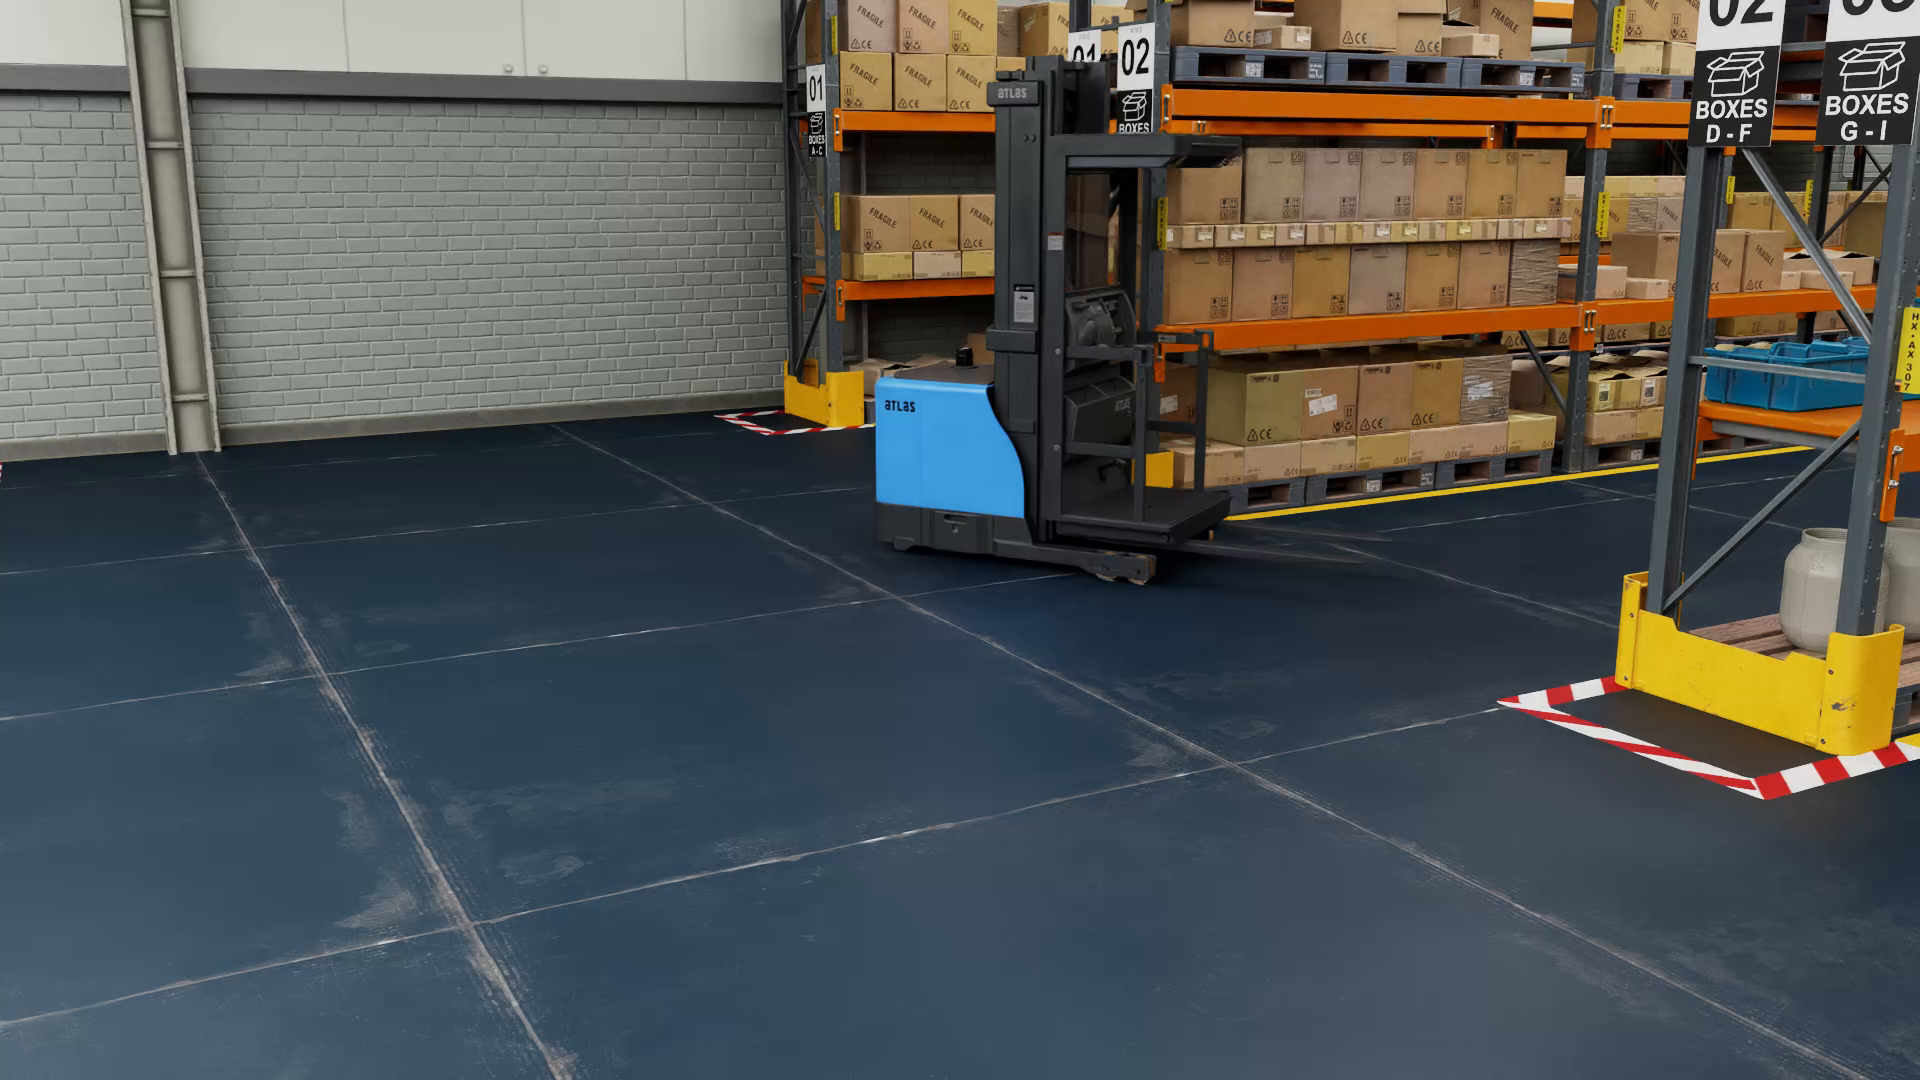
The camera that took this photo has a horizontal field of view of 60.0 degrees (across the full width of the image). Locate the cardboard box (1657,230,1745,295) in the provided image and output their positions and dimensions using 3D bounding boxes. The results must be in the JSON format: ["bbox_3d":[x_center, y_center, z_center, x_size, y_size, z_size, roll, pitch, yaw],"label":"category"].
[{"bbox_3d":[6.115,-2.308,13.804,0.500,0.500,0.500,-7,14,-28],"label":"cardboard box"}]

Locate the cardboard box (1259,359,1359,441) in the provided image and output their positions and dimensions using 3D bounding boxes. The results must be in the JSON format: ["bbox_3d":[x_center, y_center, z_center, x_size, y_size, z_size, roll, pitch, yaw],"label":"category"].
[{"bbox_3d":[2.468,-1.003,11.834,0.500,0.500,0.500,-7,14,-28],"label":"cardboard box"}]

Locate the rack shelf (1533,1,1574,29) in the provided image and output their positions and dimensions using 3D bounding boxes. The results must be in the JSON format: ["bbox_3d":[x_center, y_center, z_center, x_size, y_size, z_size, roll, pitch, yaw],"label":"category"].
[{"bbox_3d":[7.420,-6.039,19.499,4.000,0.370,1.077,-7,14,-28],"label":"rack shelf"}]

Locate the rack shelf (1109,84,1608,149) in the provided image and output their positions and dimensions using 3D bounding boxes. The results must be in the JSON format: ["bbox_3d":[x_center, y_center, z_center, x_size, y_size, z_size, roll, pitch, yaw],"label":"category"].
[{"bbox_3d":[2.775,-2.975,11.805,4.000,0.370,1.077,-7,14,-28],"label":"rack shelf"}]

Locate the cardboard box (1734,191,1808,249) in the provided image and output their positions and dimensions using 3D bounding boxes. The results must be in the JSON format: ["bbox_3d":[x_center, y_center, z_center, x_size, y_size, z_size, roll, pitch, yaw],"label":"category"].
[{"bbox_3d":[10.303,-4.145,21.513,0.700,0.700,0.980,-7,15,-29],"label":"cardboard box"}]

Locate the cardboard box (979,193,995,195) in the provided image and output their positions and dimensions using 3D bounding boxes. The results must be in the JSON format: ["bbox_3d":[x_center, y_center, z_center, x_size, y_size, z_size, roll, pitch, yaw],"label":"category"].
[{"bbox_3d":[0.295,-3.159,16.402,0.500,0.500,0.500,-7,14,-27],"label":"cardboard box"}]

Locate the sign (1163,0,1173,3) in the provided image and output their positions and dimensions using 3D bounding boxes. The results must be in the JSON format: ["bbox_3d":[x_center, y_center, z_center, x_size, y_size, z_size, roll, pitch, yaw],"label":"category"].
[{"bbox_3d":[1.280,-3.473,10.208,0.005,0.325,0.100,-7,14,-28],"label":"sign"}]

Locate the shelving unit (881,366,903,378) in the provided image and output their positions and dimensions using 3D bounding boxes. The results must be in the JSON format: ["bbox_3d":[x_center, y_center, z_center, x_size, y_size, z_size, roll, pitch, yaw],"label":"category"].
[{"bbox_3d":[-0.361,-0.590,10.838,0.215,1.050,0.252,7,14,27],"label":"shelving unit"}]

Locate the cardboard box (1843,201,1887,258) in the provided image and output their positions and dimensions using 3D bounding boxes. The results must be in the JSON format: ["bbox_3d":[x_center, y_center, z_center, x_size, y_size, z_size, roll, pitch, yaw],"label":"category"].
[{"bbox_3d":[8.540,-2.836,15.194,0.700,0.500,0.500,11,17,41],"label":"cardboard box"}]

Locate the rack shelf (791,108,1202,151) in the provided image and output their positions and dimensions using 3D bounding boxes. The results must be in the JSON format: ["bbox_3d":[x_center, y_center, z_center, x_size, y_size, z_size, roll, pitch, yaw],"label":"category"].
[{"bbox_3d":[0.398,-3.930,16.045,4.000,0.370,1.077,-7,14,-28],"label":"rack shelf"}]

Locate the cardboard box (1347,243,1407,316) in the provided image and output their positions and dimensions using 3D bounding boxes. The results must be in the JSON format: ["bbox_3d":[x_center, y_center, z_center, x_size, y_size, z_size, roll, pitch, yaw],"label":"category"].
[{"bbox_3d":[2.793,-1.911,12.042,0.500,0.500,0.700,-6,14,-26],"label":"cardboard box"}]

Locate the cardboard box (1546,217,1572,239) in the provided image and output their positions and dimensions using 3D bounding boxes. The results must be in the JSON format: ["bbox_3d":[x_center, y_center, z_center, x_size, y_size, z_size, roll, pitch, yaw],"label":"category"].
[{"bbox_3d":[4.395,-2.369,12.597,0.250,0.149,0.380,-7,14,-28],"label":"cardboard box"}]

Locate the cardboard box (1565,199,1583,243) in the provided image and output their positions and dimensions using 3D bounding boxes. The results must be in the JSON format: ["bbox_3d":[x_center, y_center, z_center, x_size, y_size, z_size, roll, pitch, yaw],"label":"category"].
[{"bbox_3d":[7.114,-3.759,19.530,0.500,0.500,0.500,-7,14,-28],"label":"cardboard box"}]

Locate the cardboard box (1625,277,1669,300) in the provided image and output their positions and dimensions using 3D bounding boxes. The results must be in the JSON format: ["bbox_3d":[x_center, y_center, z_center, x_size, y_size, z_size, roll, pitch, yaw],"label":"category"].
[{"bbox_3d":[5.406,-2.005,13.257,0.250,0.149,0.380,-7,14,-28],"label":"cardboard box"}]

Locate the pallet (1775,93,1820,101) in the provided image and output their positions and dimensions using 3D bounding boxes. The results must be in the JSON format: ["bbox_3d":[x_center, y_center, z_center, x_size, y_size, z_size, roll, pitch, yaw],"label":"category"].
[{"bbox_3d":[7.489,-3.777,14.157,1.003,0.211,1.213,-6,14,-25],"label":"pallet"}]

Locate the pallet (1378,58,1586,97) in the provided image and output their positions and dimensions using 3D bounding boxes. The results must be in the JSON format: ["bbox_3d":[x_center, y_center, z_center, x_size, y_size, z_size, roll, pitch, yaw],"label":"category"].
[{"bbox_3d":[3.794,-3.399,12.249,1.213,0.211,1.003,-7,14,-28],"label":"pallet"}]

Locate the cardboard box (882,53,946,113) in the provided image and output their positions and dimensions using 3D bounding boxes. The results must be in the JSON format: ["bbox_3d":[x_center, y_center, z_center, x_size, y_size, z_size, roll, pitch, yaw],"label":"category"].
[{"bbox_3d":[-0.455,-4.165,15.180,0.500,0.500,0.500,-6,14,-24],"label":"cardboard box"}]

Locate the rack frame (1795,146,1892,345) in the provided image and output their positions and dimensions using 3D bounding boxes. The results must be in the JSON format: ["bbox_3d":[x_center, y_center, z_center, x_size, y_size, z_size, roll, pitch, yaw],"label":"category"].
[{"bbox_3d":[8.042,-2.494,14.860,0.127,3.000,1.000,-7,14,-28],"label":"rack frame"}]

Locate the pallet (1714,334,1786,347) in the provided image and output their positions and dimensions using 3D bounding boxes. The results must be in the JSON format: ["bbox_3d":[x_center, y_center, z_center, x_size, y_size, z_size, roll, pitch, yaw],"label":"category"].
[{"bbox_3d":[9.881,-2.574,21.564,1.213,0.211,1.003,-7,14,-28],"label":"pallet"}]

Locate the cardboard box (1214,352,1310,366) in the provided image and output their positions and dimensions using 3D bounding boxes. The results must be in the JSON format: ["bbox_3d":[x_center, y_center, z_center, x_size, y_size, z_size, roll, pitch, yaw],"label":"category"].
[{"bbox_3d":[2.219,-1.104,12.279,0.500,0.500,0.500,-7,14,-28],"label":"cardboard box"}]

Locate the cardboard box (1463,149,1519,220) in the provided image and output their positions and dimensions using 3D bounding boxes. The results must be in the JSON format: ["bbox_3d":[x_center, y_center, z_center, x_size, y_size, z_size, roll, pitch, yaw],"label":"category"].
[{"bbox_3d":[3.701,-2.654,12.386,0.500,0.500,0.700,-7,14,-28],"label":"cardboard box"}]

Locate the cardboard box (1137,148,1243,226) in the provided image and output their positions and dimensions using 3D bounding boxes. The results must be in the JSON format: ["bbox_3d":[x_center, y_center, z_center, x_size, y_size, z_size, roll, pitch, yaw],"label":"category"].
[{"bbox_3d":[1.482,-2.386,11.199,0.500,0.500,0.700,-7,14,-28],"label":"cardboard box"}]

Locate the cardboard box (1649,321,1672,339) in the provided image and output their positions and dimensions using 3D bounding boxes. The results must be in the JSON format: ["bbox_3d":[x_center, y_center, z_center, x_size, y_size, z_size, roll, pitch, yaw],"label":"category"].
[{"bbox_3d":[8.668,-2.932,20.744,0.750,0.750,0.750,-7,14,-27],"label":"cardboard box"}]

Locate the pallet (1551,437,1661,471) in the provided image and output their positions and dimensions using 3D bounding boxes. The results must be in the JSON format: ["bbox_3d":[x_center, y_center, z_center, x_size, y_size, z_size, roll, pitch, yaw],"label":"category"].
[{"bbox_3d":[5.159,-0.798,13.674,1.213,0.211,1.003,-7,14,-28],"label":"pallet"}]

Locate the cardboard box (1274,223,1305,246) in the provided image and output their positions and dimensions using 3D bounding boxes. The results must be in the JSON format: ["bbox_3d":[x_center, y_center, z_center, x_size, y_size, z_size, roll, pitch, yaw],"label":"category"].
[{"bbox_3d":[2.140,-2.098,11.394,0.250,0.149,0.380,-7,14,-29],"label":"cardboard box"}]

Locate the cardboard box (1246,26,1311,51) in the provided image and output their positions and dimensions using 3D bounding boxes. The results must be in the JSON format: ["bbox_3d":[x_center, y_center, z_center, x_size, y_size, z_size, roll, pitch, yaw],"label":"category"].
[{"bbox_3d":[2.137,-3.356,11.156,0.250,0.149,0.380,-7,14,-28],"label":"cardboard box"}]

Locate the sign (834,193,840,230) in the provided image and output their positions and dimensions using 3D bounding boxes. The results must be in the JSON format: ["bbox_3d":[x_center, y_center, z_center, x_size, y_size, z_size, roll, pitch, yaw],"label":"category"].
[{"bbox_3d":[-1.097,-2.925,14.801,0.005,0.325,0.100,-7,14,-28],"label":"sign"}]

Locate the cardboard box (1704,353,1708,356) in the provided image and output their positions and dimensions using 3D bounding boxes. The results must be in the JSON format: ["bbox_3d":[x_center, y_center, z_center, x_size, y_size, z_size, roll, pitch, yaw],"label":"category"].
[{"bbox_3d":[6.535,-1.523,14.571,0.500,0.311,0.500,-7,15,-29],"label":"cardboard box"}]

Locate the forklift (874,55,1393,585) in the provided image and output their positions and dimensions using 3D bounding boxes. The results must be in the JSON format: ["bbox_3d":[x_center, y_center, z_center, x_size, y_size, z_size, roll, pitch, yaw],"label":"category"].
[{"bbox_3d":[1.013,-1.308,9.747,3.031,2.935,1.130,7,14,27],"label":"forklift"}]

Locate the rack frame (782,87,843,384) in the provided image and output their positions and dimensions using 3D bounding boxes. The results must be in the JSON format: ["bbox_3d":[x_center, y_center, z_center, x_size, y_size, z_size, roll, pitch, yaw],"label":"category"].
[{"bbox_3d":[-1.357,-2.607,15.360,0.127,3.000,1.000,-7,14,-28],"label":"rack frame"}]

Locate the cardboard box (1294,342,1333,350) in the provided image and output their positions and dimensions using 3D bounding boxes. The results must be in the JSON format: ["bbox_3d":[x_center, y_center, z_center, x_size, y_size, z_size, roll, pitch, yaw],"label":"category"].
[{"bbox_3d":[3.689,-2.213,18.303,0.500,0.500,0.700,-7,14,-27],"label":"cardboard box"}]

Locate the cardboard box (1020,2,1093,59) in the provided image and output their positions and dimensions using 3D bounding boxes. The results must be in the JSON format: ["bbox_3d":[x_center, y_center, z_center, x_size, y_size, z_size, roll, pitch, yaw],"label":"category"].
[{"bbox_3d":[0.915,-4.816,15.793,0.500,0.500,0.500,-7,15,-30],"label":"cardboard box"}]

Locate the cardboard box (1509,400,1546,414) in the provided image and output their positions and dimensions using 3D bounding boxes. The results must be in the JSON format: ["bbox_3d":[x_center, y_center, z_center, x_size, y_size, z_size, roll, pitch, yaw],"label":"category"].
[{"bbox_3d":[4.756,-1.036,13.688,0.500,0.250,0.500,-7,14,-28],"label":"cardboard box"}]

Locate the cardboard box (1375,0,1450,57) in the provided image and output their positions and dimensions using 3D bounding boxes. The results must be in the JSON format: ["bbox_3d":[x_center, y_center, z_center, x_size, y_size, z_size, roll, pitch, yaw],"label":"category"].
[{"bbox_3d":[3.025,-3.711,11.926,0.637,0.503,0.797,-5,14,-22],"label":"cardboard box"}]

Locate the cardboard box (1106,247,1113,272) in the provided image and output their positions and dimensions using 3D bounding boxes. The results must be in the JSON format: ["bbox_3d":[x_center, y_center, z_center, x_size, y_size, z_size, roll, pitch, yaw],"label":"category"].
[{"bbox_3d":[1.442,-2.805,16.538,0.500,0.250,0.500,-7,14,-28],"label":"cardboard box"}]

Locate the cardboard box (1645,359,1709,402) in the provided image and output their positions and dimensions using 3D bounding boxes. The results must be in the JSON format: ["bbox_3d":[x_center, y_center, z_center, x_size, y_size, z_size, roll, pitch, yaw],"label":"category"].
[{"bbox_3d":[5.908,-1.312,13.636,0.500,0.311,0.500,-7,15,-30],"label":"cardboard box"}]

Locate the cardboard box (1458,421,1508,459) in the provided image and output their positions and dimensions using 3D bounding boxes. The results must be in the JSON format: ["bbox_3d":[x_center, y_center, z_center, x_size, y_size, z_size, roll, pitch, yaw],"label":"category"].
[{"bbox_3d":[3.785,-0.795,12.616,0.500,0.250,0.500,-7,14,-28],"label":"cardboard box"}]

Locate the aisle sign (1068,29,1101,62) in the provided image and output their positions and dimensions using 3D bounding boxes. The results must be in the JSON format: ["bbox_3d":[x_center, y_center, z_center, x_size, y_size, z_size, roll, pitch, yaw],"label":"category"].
[{"bbox_3d":[0.821,-2.970,11.055,0.004,0.787,0.394,-7,14,-28],"label":"aisle sign"}]

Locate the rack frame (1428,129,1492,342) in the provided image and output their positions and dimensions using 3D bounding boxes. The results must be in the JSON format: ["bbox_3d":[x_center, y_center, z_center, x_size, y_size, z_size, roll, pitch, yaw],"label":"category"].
[{"bbox_3d":[5.665,-3.448,19.100,0.127,3.000,1.000,-7,14,-28],"label":"rack frame"}]

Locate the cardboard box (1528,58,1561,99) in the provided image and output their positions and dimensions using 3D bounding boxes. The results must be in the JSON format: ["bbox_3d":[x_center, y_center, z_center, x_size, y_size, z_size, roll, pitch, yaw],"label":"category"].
[{"bbox_3d":[6.503,-5.303,19.280,0.500,0.500,0.700,-8,15,-31],"label":"cardboard box"}]

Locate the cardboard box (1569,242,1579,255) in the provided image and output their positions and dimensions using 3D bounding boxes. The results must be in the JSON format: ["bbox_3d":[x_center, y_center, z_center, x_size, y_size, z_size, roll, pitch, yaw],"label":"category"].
[{"bbox_3d":[7.181,-3.466,19.706,0.250,0.149,0.380,-7,14,-27],"label":"cardboard box"}]

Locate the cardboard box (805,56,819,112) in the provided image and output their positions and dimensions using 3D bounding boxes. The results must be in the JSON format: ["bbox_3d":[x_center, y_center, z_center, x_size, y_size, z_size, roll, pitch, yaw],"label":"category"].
[{"bbox_3d":[-1.112,-4.221,15.430,0.500,0.500,0.500,-6,14,-24],"label":"cardboard box"}]

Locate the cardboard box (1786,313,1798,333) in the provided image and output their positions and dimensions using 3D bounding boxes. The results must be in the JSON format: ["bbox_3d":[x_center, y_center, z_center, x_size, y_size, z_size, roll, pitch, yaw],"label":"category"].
[{"bbox_3d":[10.775,-3.019,21.930,0.500,0.500,0.700,-6,14,-27],"label":"cardboard box"}]

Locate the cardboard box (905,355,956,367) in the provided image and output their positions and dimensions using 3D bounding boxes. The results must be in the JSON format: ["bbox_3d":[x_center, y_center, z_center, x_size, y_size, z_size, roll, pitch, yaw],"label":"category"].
[{"bbox_3d":[-0.206,-1.625,16.120,0.500,0.311,0.500,-6,14,-23],"label":"cardboard box"}]

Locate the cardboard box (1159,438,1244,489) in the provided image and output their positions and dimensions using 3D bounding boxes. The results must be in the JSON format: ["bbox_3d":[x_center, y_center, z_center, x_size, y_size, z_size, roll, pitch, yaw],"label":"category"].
[{"bbox_3d":[1.597,-0.529,11.436,0.500,0.250,0.500,-7,14,-28],"label":"cardboard box"}]

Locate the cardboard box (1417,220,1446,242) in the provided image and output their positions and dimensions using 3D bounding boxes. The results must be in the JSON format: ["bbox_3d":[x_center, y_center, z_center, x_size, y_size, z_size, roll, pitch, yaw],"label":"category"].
[{"bbox_3d":[3.279,-2.235,12.005,0.250,0.149,0.380,-6,14,-26],"label":"cardboard box"}]

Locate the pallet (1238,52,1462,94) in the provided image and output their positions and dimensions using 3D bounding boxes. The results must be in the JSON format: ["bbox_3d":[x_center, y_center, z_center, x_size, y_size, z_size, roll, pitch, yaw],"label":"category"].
[{"bbox_3d":[2.725,-3.271,11.683,1.213,0.211,1.003,-7,14,-28],"label":"pallet"}]
